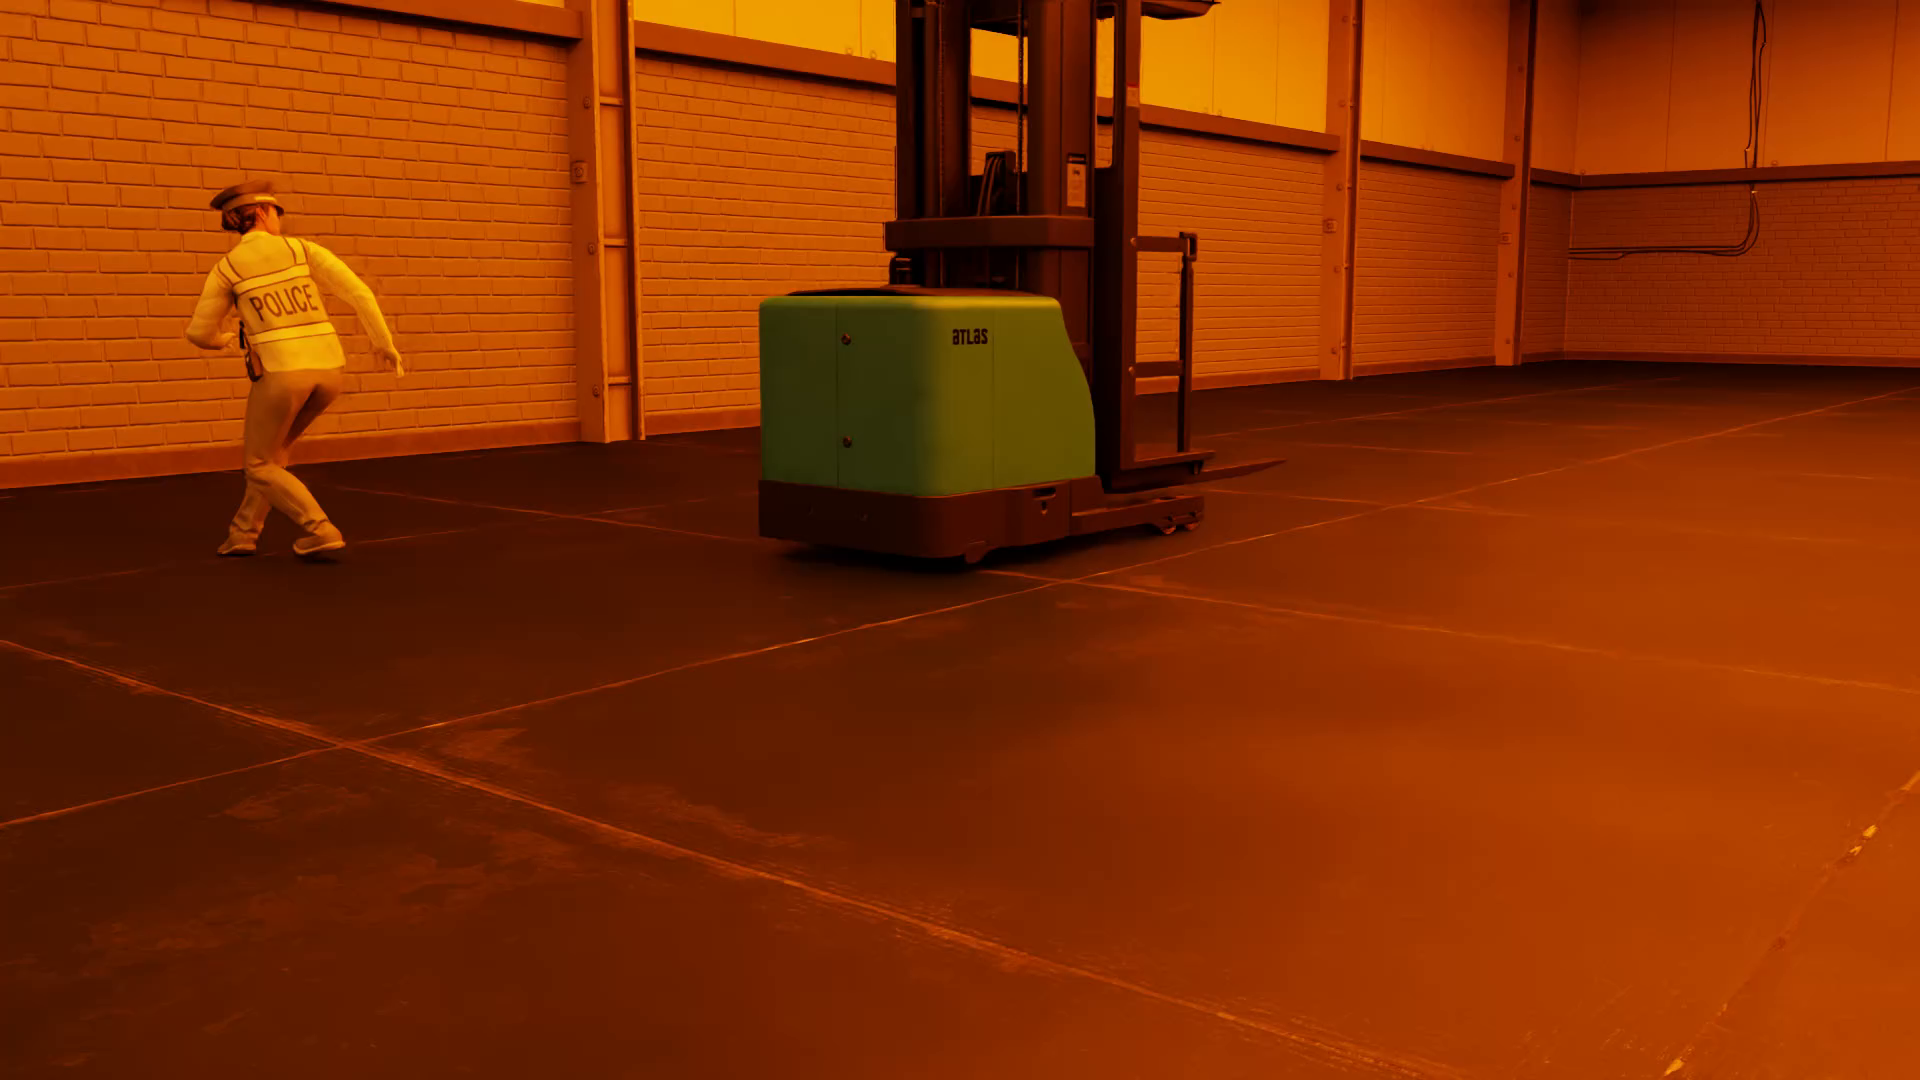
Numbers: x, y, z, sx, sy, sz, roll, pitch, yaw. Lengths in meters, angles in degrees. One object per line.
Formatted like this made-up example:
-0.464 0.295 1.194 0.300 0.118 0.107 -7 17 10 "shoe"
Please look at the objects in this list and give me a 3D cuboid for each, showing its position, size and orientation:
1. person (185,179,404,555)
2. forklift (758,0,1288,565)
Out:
-2.783 -0.695 6.916 0.777 1.563 0.742 7 11 41 "person"
0.489 -1.517 7.651 1.130 2.935 3.031 7 11 40 "forklift"
